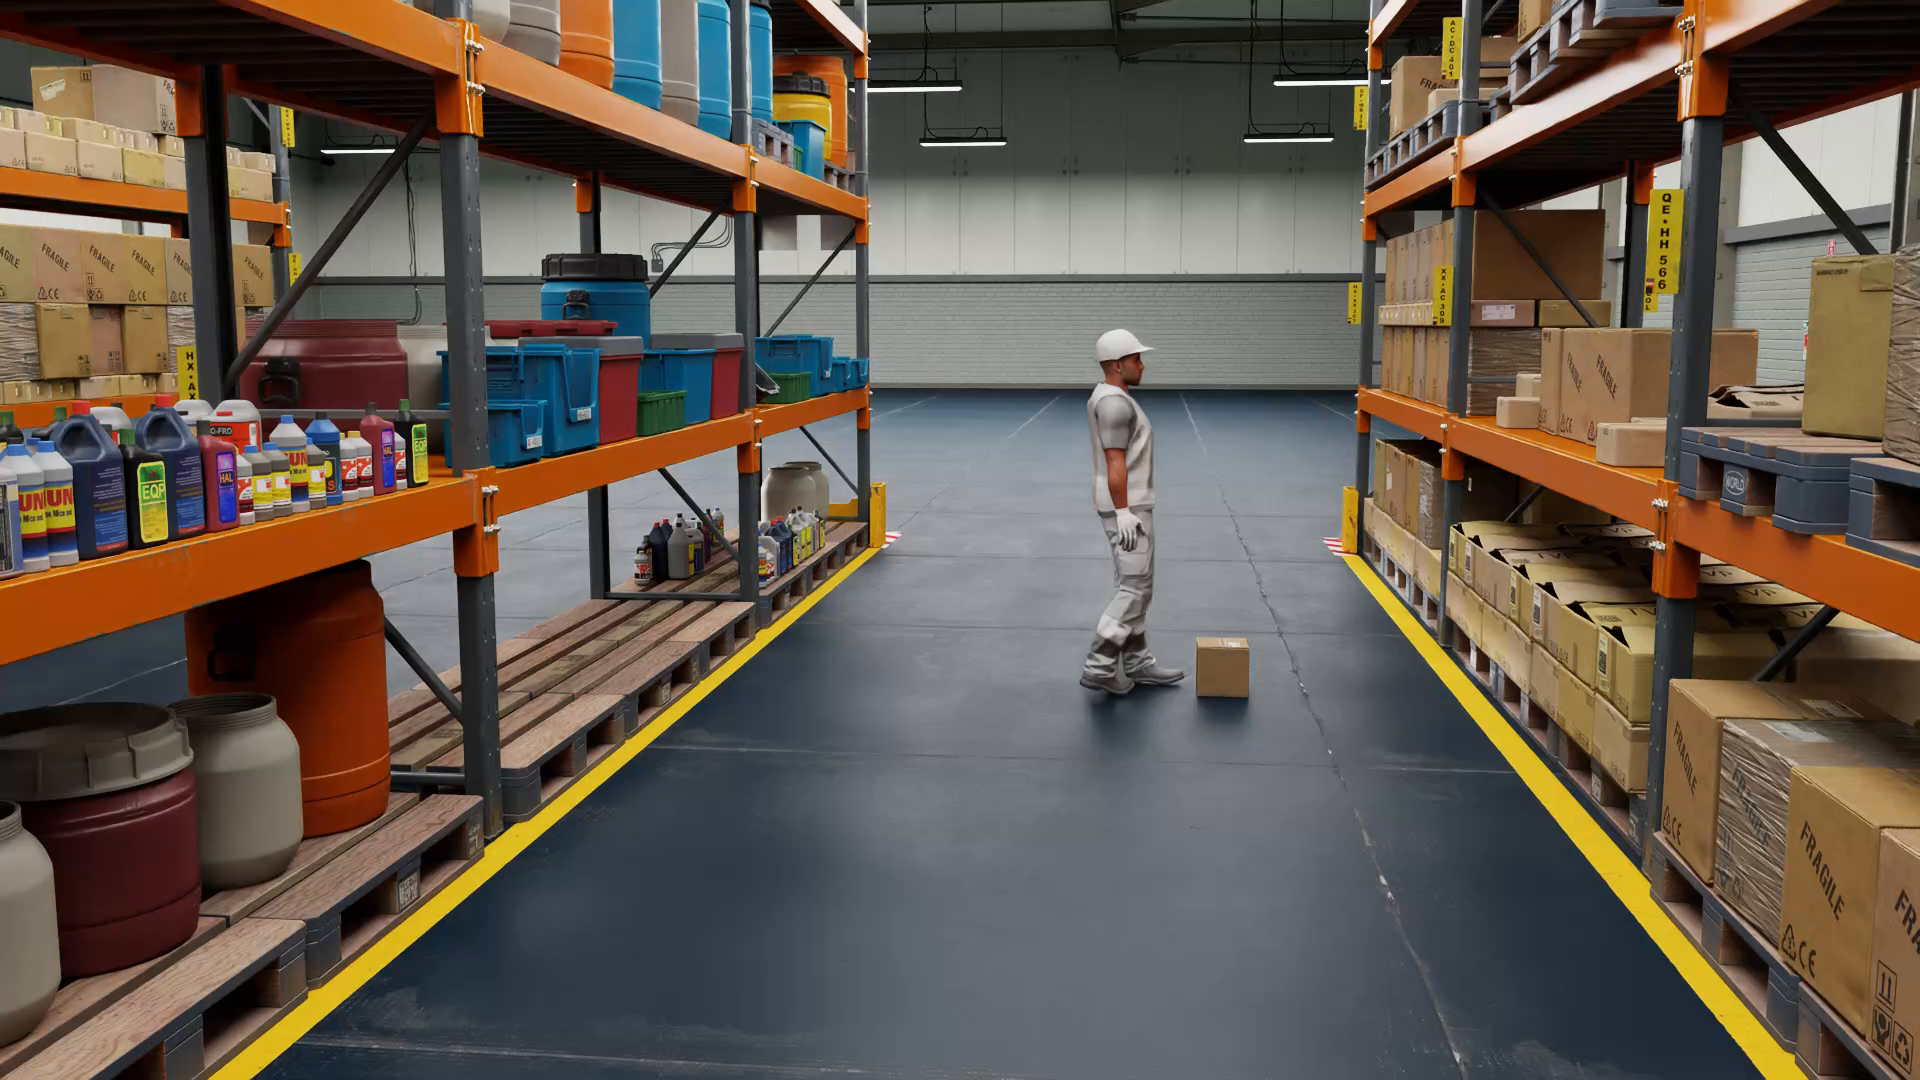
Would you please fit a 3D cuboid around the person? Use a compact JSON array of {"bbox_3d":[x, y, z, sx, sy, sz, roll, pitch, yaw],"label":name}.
[{"bbox_3d":[0.864,-0.141,8.236,0.549,1.791,0.568,0,7,1],"label":"person"}]
